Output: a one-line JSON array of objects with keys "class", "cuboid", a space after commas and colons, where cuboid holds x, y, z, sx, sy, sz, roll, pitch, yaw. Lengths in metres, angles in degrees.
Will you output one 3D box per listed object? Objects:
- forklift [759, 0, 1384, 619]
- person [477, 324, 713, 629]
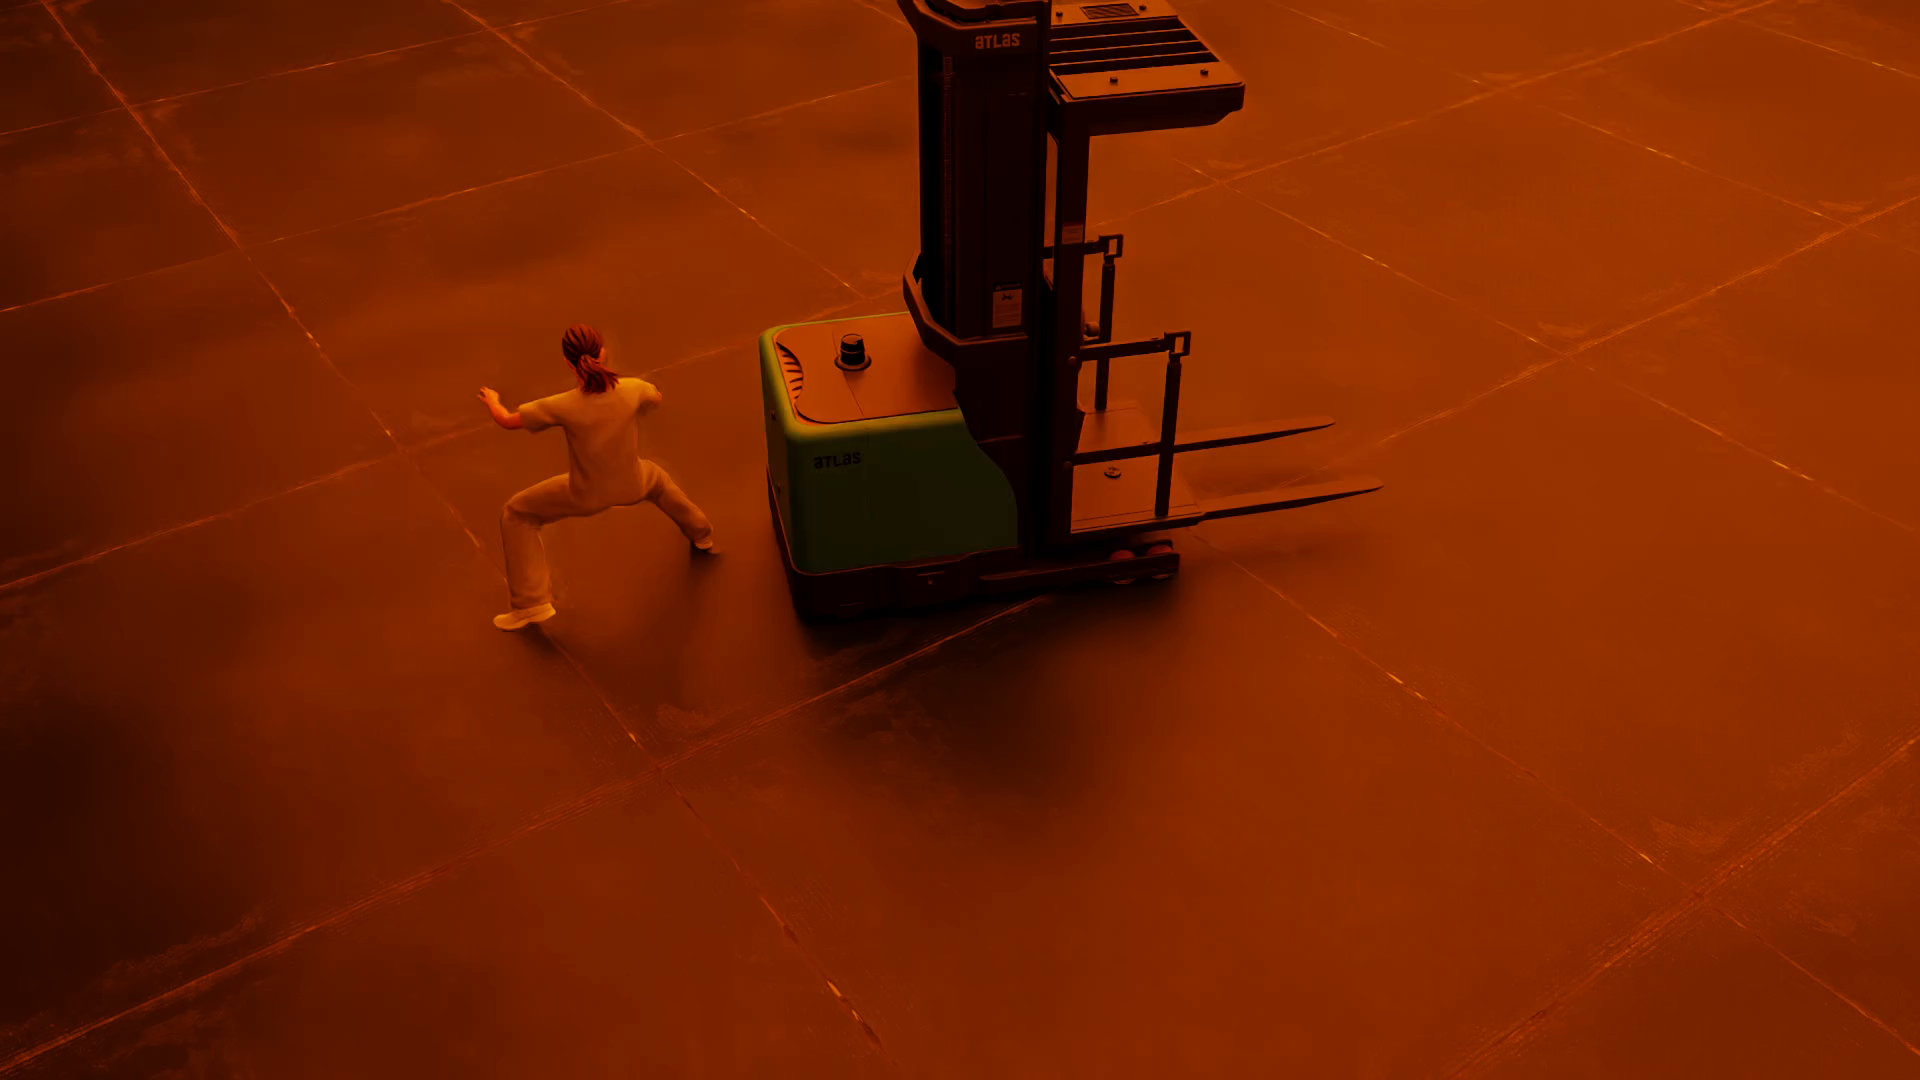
[{"class": "forklift", "cuboid": [0.594, -1.261, 7.650, 3.031, 2.935, 1.130, -8, 37, -11]}, {"class": "person", "cuboid": [-1.726, -0.380, 7.699, 1.172, 1.451, 0.651, -17, 40, -22]}]
